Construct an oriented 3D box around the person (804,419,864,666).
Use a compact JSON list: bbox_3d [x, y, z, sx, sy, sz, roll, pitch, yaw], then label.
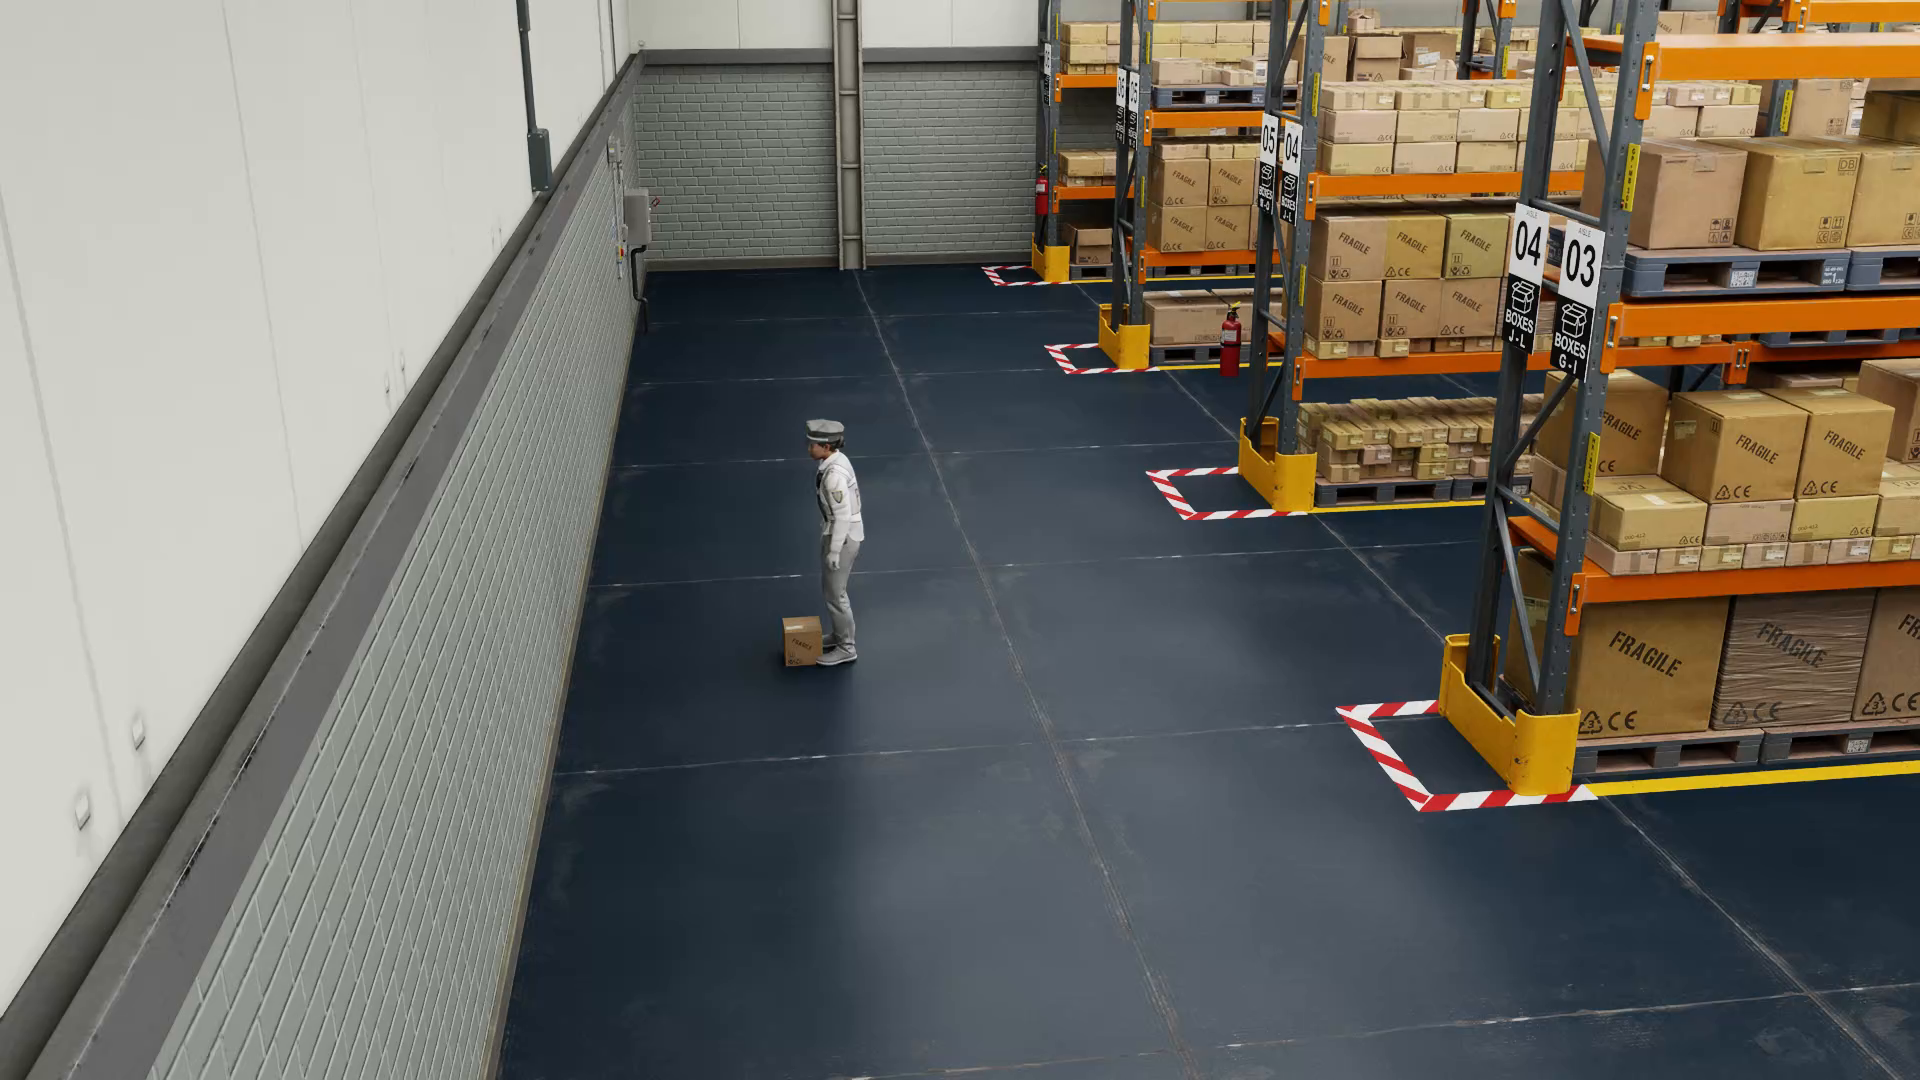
[{"bbox_3d":[-0.829,0.004,11.058,0.376,1.662,0.527,-3,20,-8],"label":"person"}]
